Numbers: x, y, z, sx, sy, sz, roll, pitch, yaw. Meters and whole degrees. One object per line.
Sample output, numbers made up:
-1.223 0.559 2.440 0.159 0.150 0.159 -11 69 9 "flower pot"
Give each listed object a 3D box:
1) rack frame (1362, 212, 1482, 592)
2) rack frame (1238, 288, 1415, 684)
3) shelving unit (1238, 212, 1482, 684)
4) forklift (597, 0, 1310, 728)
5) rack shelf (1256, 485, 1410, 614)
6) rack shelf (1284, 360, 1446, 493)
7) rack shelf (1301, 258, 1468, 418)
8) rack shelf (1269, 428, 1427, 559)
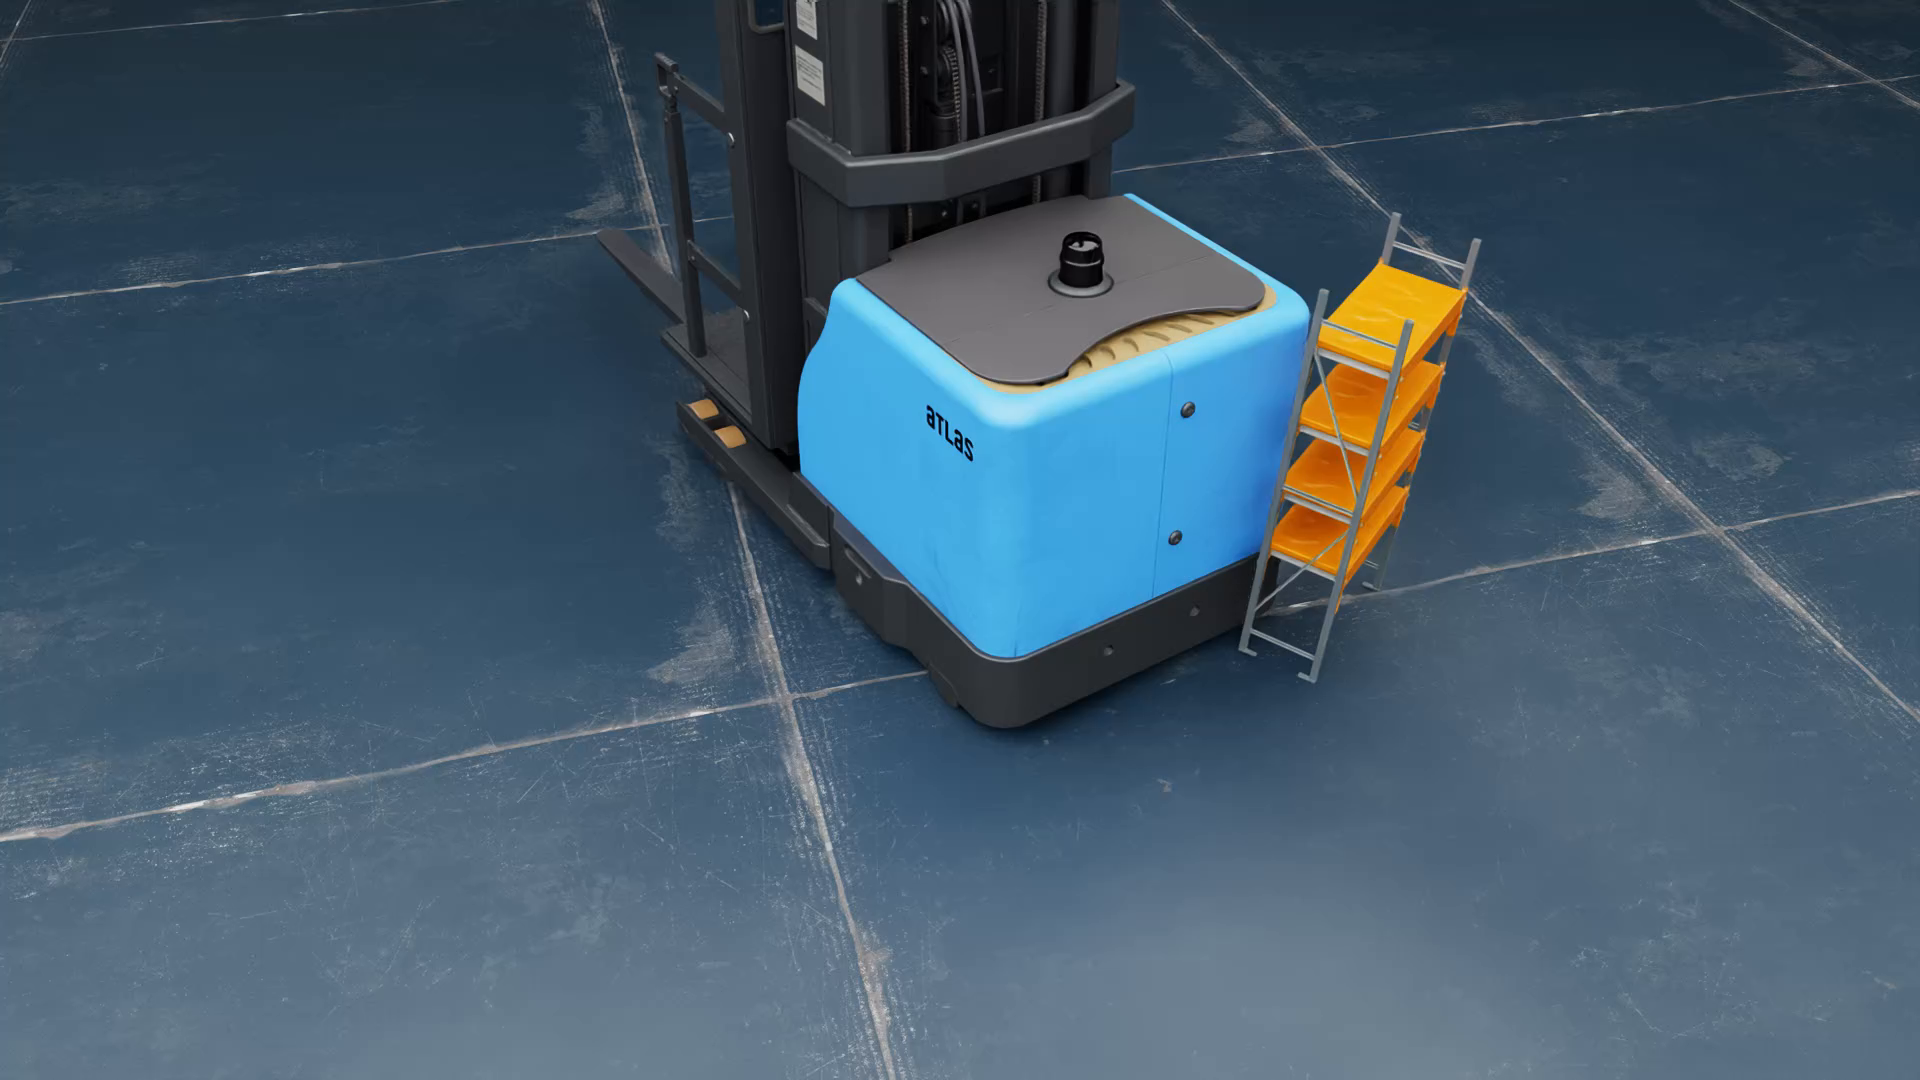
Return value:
1.205 -0.353 4.709 0.240 1.200 0.015 24 44 23 "rack frame"
0.943 -0.102 4.383 0.240 1.200 0.015 24 44 23 "rack frame"
1.074 -0.228 4.546 0.258 1.200 0.503 24 44 23 "shelving unit"
-0.299 -1.519 4.824 1.130 2.935 3.031 -22 42 -26 "forklift"
1.059 -0.023 4.715 0.258 0.148 0.480 24 44 23 "rack shelf"
1.084 -0.348 4.446 0.258 0.148 0.480 24 44 23 "rack shelf"
1.097 -0.530 4.296 0.258 0.148 0.480 24 44 23 "rack shelf"
1.070 -0.176 4.589 0.258 0.148 0.480 24 44 23 "rack shelf"
